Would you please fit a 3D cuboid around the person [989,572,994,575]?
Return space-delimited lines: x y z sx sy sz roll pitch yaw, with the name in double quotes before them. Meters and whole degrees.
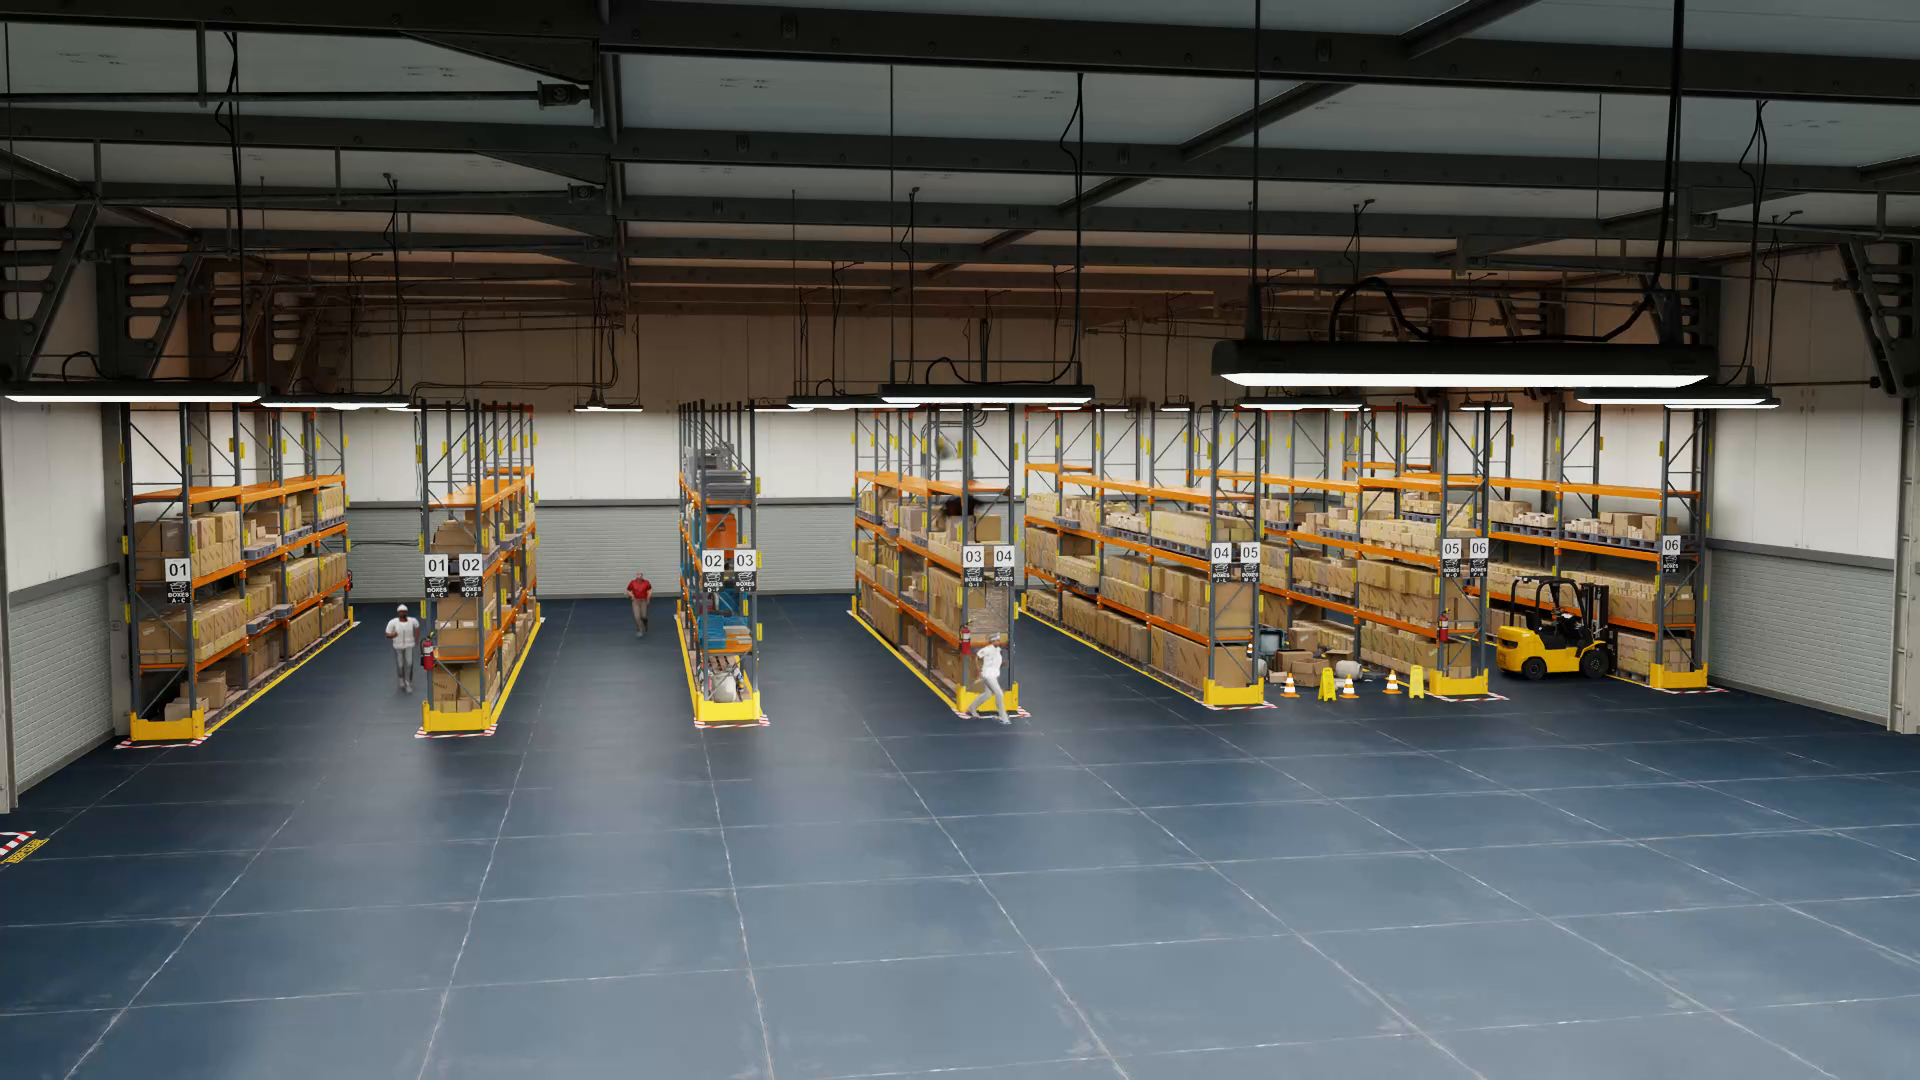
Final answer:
"person" 0.917 1.224 48.874 0.577 1.671 0.690 1 4 13

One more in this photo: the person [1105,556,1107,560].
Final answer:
"person" 4.201 1.292 47.316 0.688 1.714 0.639 -2 5 -20

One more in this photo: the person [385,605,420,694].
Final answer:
"person" -11.489 2.227 34.319 0.688 1.788 0.912 -2 5 -21

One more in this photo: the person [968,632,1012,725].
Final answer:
"person" 0.548 2.560 30.868 0.921 1.728 0.601 2 5 30

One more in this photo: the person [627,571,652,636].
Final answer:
"person" -8.283 1.642 42.974 0.647 1.695 0.629 -1 4 -11
